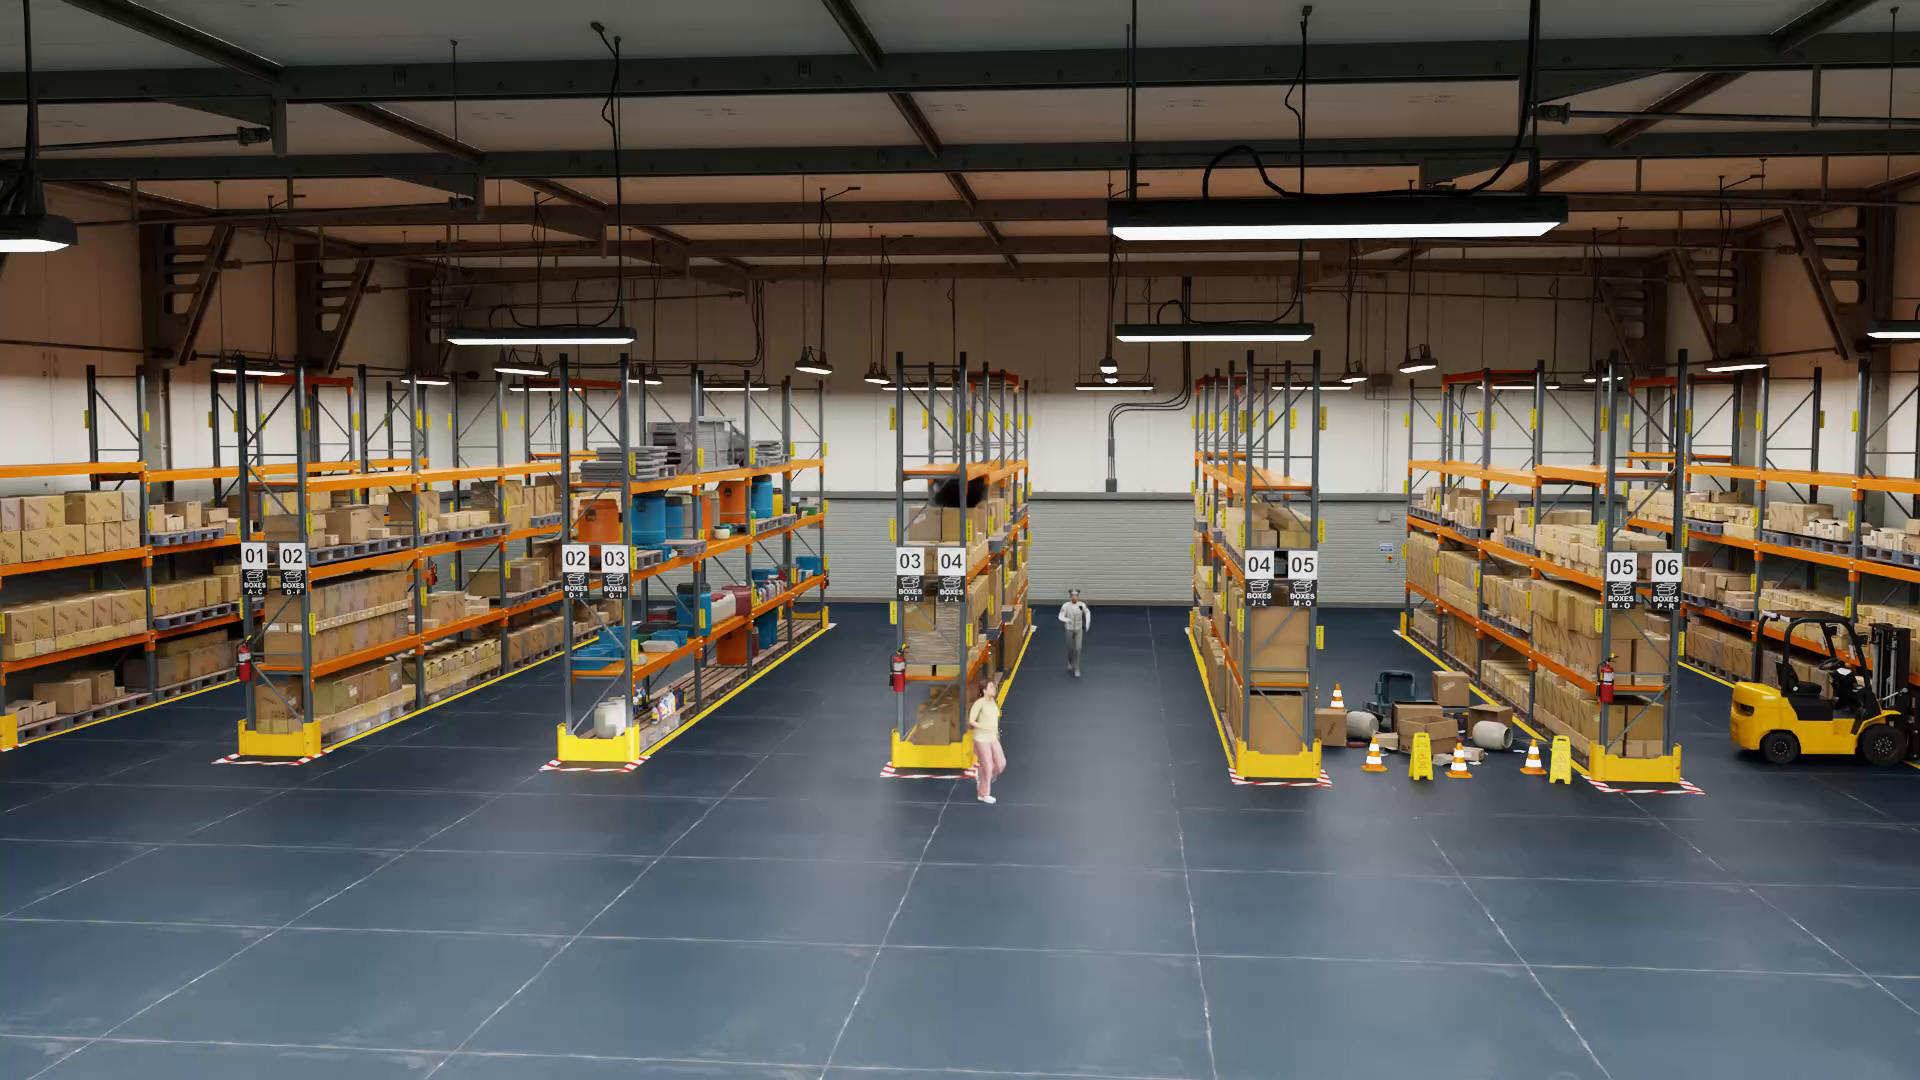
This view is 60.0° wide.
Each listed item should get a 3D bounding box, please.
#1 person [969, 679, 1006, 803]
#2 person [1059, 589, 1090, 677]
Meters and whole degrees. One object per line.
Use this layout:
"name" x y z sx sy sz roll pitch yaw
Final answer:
"person" 0.344 2.643 21.856 0.564 1.628 0.568 3 5 40
"person" 2.270 1.821 33.016 0.627 1.750 0.788 0 4 2
